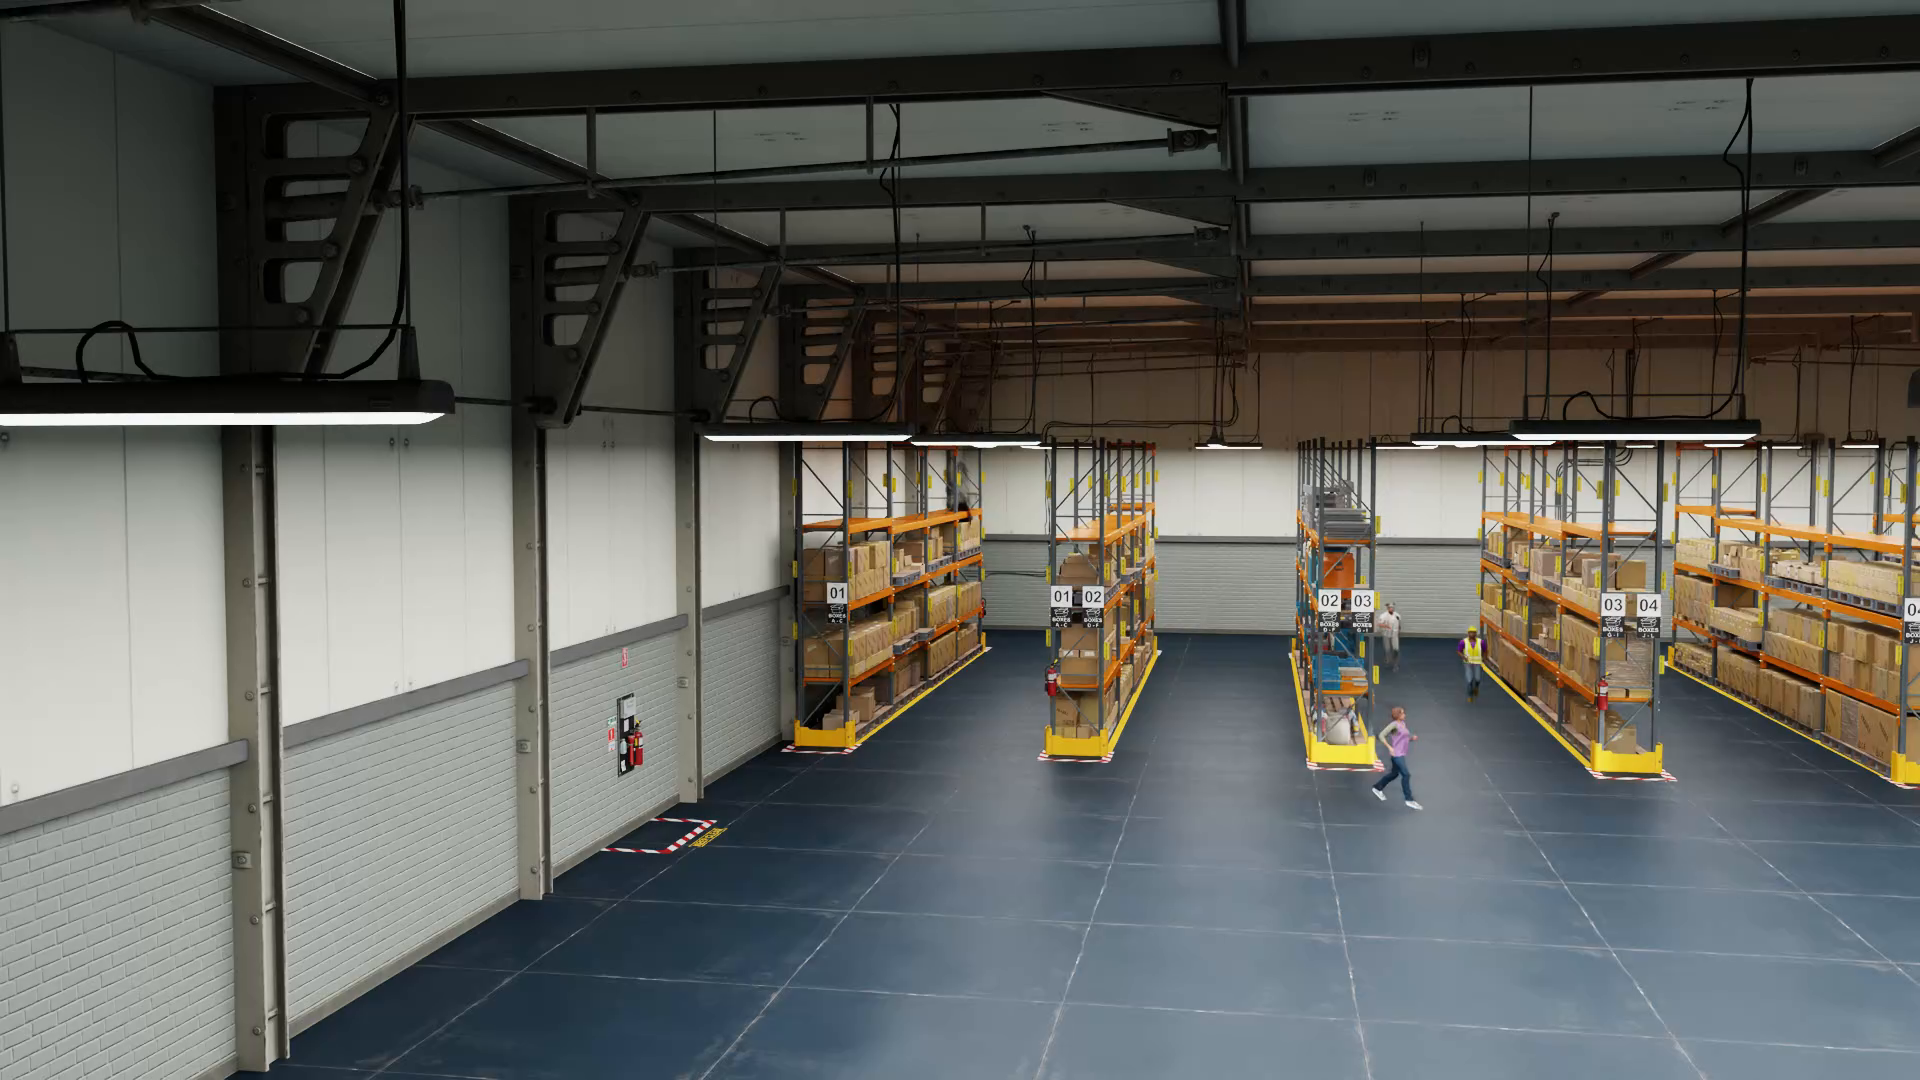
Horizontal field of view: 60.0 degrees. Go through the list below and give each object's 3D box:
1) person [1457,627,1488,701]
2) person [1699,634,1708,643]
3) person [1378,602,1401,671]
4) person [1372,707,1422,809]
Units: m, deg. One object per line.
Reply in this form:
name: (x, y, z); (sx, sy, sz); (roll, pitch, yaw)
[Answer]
person: (11.755, 2.846, 38.136); (0.698, 1.720, 0.579); (1, 3, 12)
person: (20.543, 2.463, 45.790); (0.749, 1.739, 0.574); (-2, 4, -32)
person: (11.299, 2.544, 43.716); (0.634, 1.846, 0.780); (0, 3, 4)
person: (7.039, 3.480, 26.774); (0.868, 1.601, 0.528); (2, 4, 33)
